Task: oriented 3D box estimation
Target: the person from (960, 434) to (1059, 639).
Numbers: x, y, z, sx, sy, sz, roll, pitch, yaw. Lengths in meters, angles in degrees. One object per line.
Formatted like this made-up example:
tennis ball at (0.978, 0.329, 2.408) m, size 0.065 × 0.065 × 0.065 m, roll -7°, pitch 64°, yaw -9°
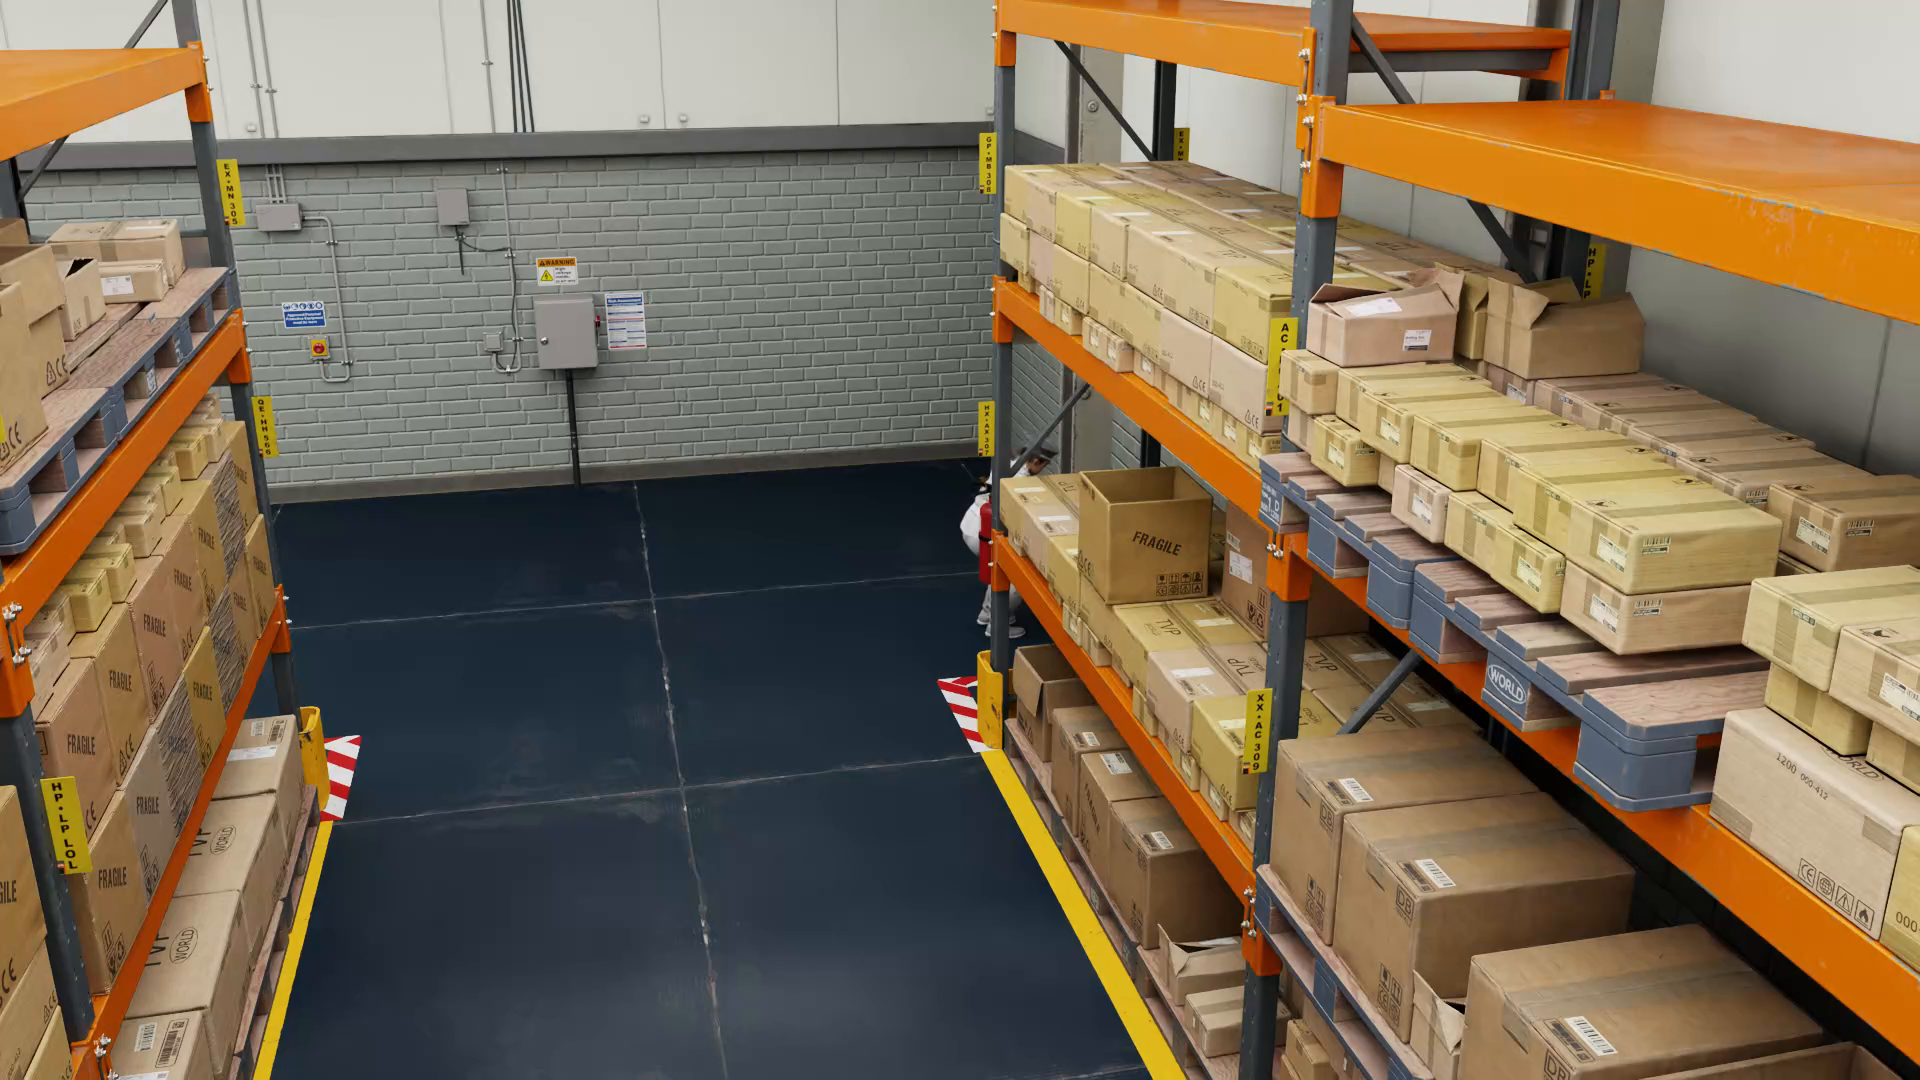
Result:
person at (0.344, -0.037, 11.572) m, size 0.691 × 1.404 × 0.535 m, roll -4°, pitch 20°, yaw -12°
